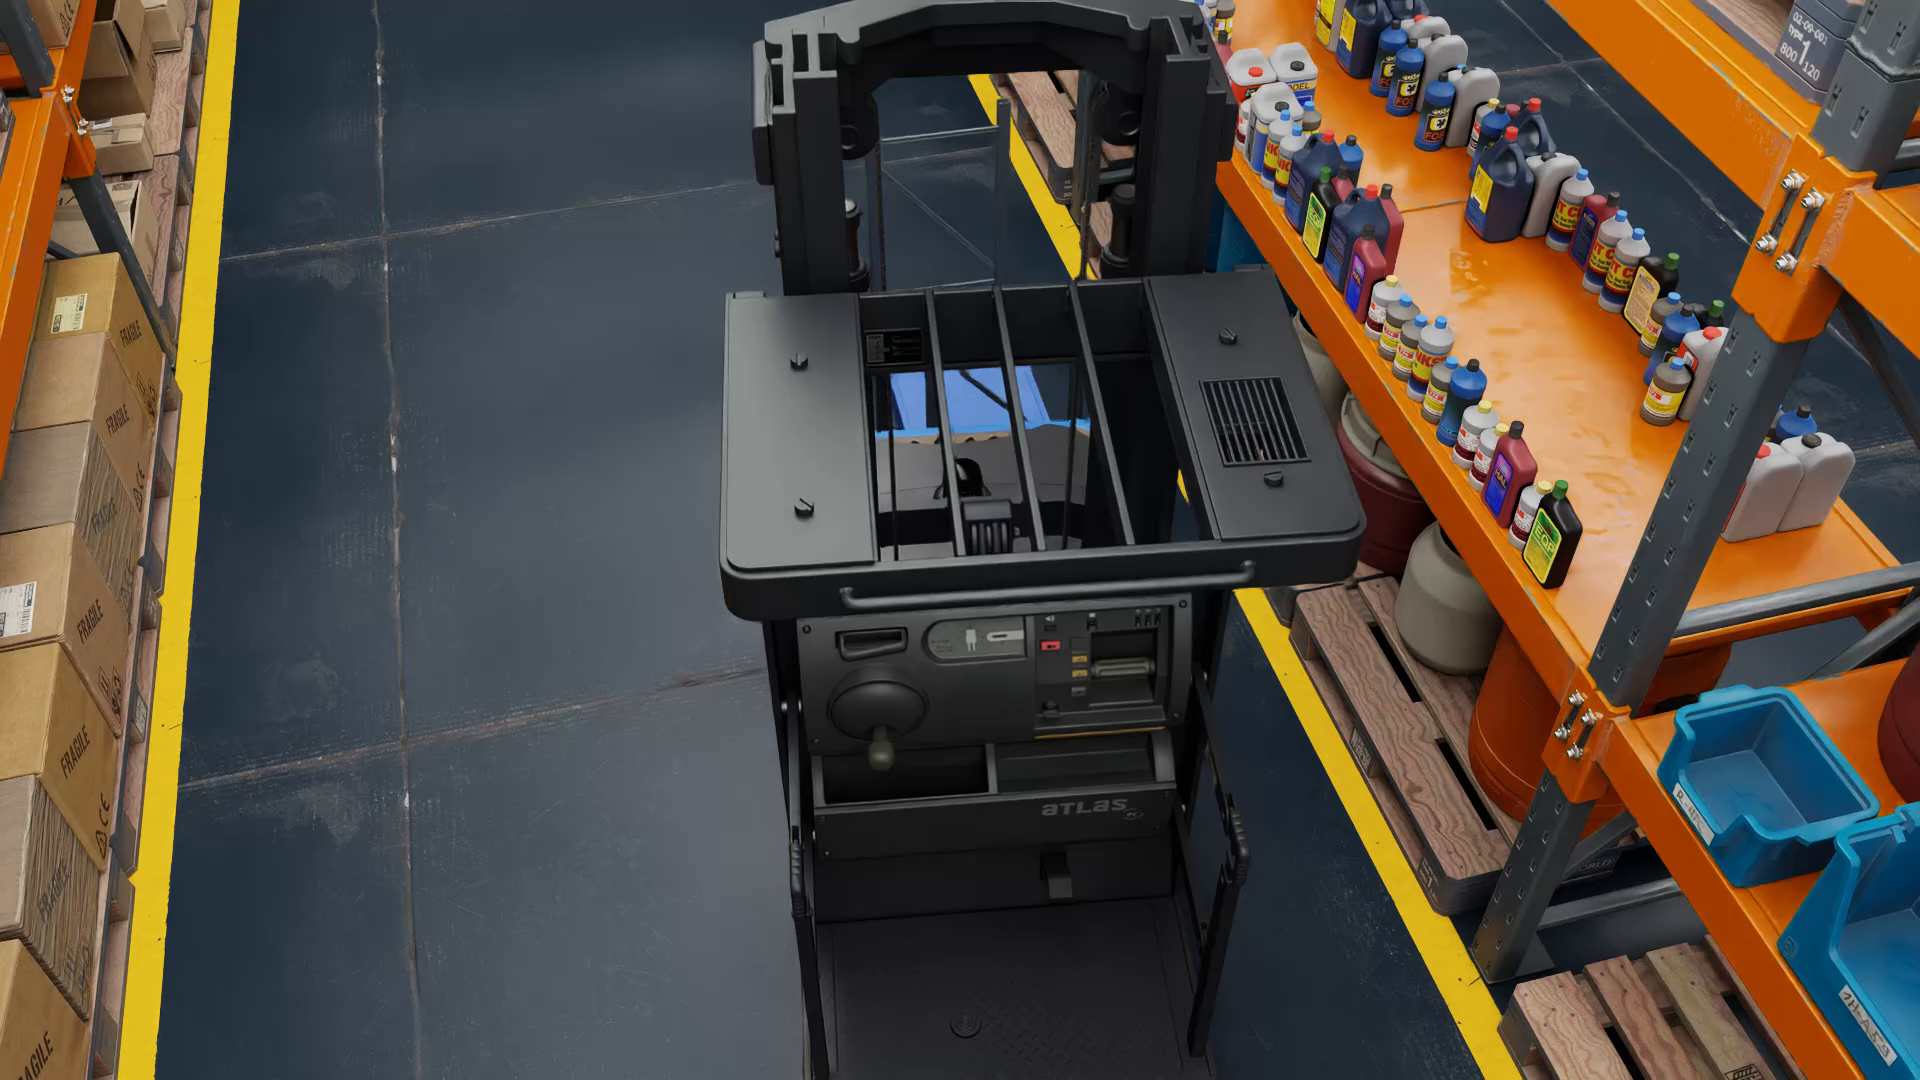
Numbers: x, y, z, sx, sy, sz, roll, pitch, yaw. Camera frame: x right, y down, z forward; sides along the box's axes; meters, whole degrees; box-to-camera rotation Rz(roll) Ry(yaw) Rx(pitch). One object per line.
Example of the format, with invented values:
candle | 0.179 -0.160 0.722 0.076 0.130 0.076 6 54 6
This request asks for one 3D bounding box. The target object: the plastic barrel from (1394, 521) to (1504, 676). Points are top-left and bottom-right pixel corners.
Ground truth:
plastic barrel | 1.663 0.159 5.441 0.421 0.512 0.421 0 46 0

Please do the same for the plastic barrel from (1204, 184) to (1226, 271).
plastic barrel | 1.135 -1.652 6.944 0.600 0.901 0.708 -11 47 -10

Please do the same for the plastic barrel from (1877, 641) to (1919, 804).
plastic barrel | 2.448 0.361 3.701 0.600 0.536 0.708 -11 47 -10

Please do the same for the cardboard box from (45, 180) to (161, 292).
cardboard box | -3.676 -1.257 6.956 0.500 0.311 0.500 -11 47 -10

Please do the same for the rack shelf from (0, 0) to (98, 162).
rack shelf | -4.289 -2.844 7.440 1.077 0.370 4.000 -11 47 -10

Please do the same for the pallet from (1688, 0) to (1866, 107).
pallet | 1.935 -1.386 3.540 1.003 0.211 1.213 -11 47 -10

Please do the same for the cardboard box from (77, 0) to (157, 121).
cardboard box | -4.263 -2.291 7.835 0.797 0.503 0.637 -11 47 -10

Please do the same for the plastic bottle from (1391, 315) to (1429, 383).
plastic bottle | 1.324 -0.566 4.844 0.097 0.201 0.097 0 46 0

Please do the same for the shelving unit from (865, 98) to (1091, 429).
shelving unit | 0.032 -0.566 5.754 0.538 1.500 1.048 -9 46 -8

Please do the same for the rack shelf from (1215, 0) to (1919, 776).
rack shelf | 1.524 -0.985 5.619 1.077 0.370 4.000 -11 47 -10

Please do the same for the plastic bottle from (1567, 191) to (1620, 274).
plastic bottle | 1.986 -0.979 5.191 0.061 0.283 0.133 -11 47 -10

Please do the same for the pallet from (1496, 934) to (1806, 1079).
pallet | 2.197 1.662 4.474 1.003 0.211 1.213 -11 47 -10

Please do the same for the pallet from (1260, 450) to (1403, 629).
pallet | 1.485 -0.258 6.355 1.003 0.211 1.213 -11 47 -10

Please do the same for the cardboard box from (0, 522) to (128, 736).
cardboard box | -2.995 0.334 5.264 0.500 0.500 0.500 -12 47 -12

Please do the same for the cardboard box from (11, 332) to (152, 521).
cardboard box | -3.255 -0.363 5.947 0.500 0.500 0.500 -11 47 -10

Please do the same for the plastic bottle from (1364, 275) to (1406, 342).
plastic bottle | 1.275 -0.701 4.976 0.097 0.201 0.097 0 46 0

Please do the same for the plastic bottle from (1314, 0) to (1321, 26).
plastic bottle | 1.403 -2.047 6.295 0.097 0.201 0.097 0 46 0

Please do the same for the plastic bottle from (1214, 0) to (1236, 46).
plastic bottle | 0.972 -1.942 6.192 0.097 0.201 0.097 0 46 0

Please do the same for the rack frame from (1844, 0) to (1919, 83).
rack frame | 2.036 -1.956 1.866 1.000 3.000 0.127 -11 47 -10

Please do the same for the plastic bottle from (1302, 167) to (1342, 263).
plastic bottle | 1.146 -1.025 5.236 0.061 0.283 0.133 -11 47 -10

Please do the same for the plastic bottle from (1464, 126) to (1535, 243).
plastic bottle | 1.733 -1.145 5.306 0.144 0.351 0.185 -11 47 -10

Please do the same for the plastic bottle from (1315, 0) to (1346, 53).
plastic bottle | 1.424 -1.999 6.144 0.144 0.351 0.185 -11 47 -10

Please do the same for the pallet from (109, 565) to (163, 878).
pallet | -3.217 0.660 5.456 1.003 0.211 1.213 -11 47 -10

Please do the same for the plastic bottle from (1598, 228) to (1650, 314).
plastic bottle | 2.023 -0.825 5.048 0.097 0.271 0.097 0 46 0

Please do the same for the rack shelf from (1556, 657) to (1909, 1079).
rack shelf | 2.548 1.776 2.913 1.077 0.370 4.000 -11 47 -10

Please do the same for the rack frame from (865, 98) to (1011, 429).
rack frame | -0.076 -0.921 6.102 0.500 1.500 0.032 -9 46 -8

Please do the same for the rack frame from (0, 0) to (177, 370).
rack frame | -3.777 -1.715 5.830 1.000 3.000 0.127 -11 47 -10

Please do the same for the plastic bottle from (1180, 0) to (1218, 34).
plastic bottle | 0.856 -1.933 6.131 0.152 0.276 0.135 -11 47 -10

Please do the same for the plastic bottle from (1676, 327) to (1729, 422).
plastic bottle | 2.119 -0.490 4.717 0.152 0.276 0.135 -11 47 -10

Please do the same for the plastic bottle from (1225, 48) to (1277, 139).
plastic bottle | 0.999 -1.546 5.752 0.152 0.276 0.135 -11 47 -10

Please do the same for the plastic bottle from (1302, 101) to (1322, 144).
plastic bottle | 1.174 -1.395 5.656 0.097 0.201 0.097 0 46 0

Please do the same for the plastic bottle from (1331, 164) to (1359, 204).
plastic bottle | 1.205 -1.037 5.247 0.061 0.283 0.133 -11 47 -10

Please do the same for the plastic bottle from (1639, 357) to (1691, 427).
plastic bottle | 2.003 -0.428 4.709 0.097 0.201 0.097 0 46 0

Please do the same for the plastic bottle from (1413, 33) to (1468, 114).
plastic bottle | 1.682 -1.668 5.871 0.152 0.276 0.135 -11 47 -10

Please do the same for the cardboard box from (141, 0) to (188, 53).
cardboard box | -4.210 -2.676 8.390 0.500 0.250 0.500 -11 47 -10

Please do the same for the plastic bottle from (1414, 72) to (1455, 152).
plastic bottle | 1.626 -1.471 5.681 0.097 0.271 0.097 0 46 0

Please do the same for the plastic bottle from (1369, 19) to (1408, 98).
plastic bottle | 1.532 -1.724 5.929 0.097 0.271 0.097 0 46 0

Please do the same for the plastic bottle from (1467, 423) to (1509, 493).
plastic bottle | 1.449 -0.230 4.515 0.097 0.201 0.097 0 46 0

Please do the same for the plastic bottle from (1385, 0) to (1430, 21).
plastic bottle | 1.611 -1.898 6.045 0.144 0.351 0.185 -11 47 -10

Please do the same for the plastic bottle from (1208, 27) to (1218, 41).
plastic bottle | 0.884 -1.754 6.008 0.097 0.201 0.097 0 46 0

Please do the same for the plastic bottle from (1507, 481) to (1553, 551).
plastic bottle | 1.508 -0.071 4.358 0.097 0.201 0.097 0 46 0

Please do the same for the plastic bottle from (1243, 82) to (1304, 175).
plastic bottle | 1.059 -1.386 5.595 0.152 0.276 0.135 -11 47 -10

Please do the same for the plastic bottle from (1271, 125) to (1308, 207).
plastic bottle | 1.087 -1.232 5.447 0.097 0.271 0.097 0 46 0

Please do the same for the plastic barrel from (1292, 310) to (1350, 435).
plastic barrel | 1.374 -0.620 6.206 0.421 0.512 0.421 0 46 0

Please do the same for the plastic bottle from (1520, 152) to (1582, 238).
plastic bottle | 1.883 -1.128 5.342 0.152 0.276 0.135 -11 47 -10

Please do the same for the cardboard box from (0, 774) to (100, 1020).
cardboard box | -2.733 1.041 4.572 0.500 0.500 0.500 -12 47 -12

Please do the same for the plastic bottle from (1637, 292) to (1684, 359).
plastic bottle | 2.082 -0.641 4.917 0.097 0.201 0.097 0 46 0

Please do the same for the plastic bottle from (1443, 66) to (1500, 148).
plastic bottle | 1.742 -1.508 5.714 0.152 0.276 0.135 -11 47 -10

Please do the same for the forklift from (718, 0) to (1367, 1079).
forklift | 0.108 0.420 3.786 1.130 2.935 3.031 -4 46 -4

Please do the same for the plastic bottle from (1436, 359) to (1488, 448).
plastic bottle | 1.399 -0.389 4.621 0.097 0.271 0.097 0 46 0

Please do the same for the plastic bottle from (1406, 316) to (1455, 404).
plastic bottle | 1.349 -0.524 4.753 0.097 0.271 0.097 0 46 0

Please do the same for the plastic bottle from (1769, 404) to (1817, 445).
plastic bottle | 2.234 -0.254 4.489 0.097 0.271 0.097 0 46 0

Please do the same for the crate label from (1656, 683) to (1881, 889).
crate label | 1.781 0.562 3.716 0.303 0.233 0.416 -11 47 -10

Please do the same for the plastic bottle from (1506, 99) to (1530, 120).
plastic bottle | 1.845 -1.359 5.563 0.061 0.283 0.133 -11 47 -10

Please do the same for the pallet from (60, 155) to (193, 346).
pallet | -3.952 -1.213 7.291 1.003 0.211 1.213 -11 47 -10

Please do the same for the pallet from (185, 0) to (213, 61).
pallet | -4.577 -2.898 8.942 1.003 0.211 1.213 -11 47 -10

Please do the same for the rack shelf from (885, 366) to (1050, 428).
rack shelf | 0.032 -0.440 5.883 0.538 0.185 1.000 -9 46 -8
